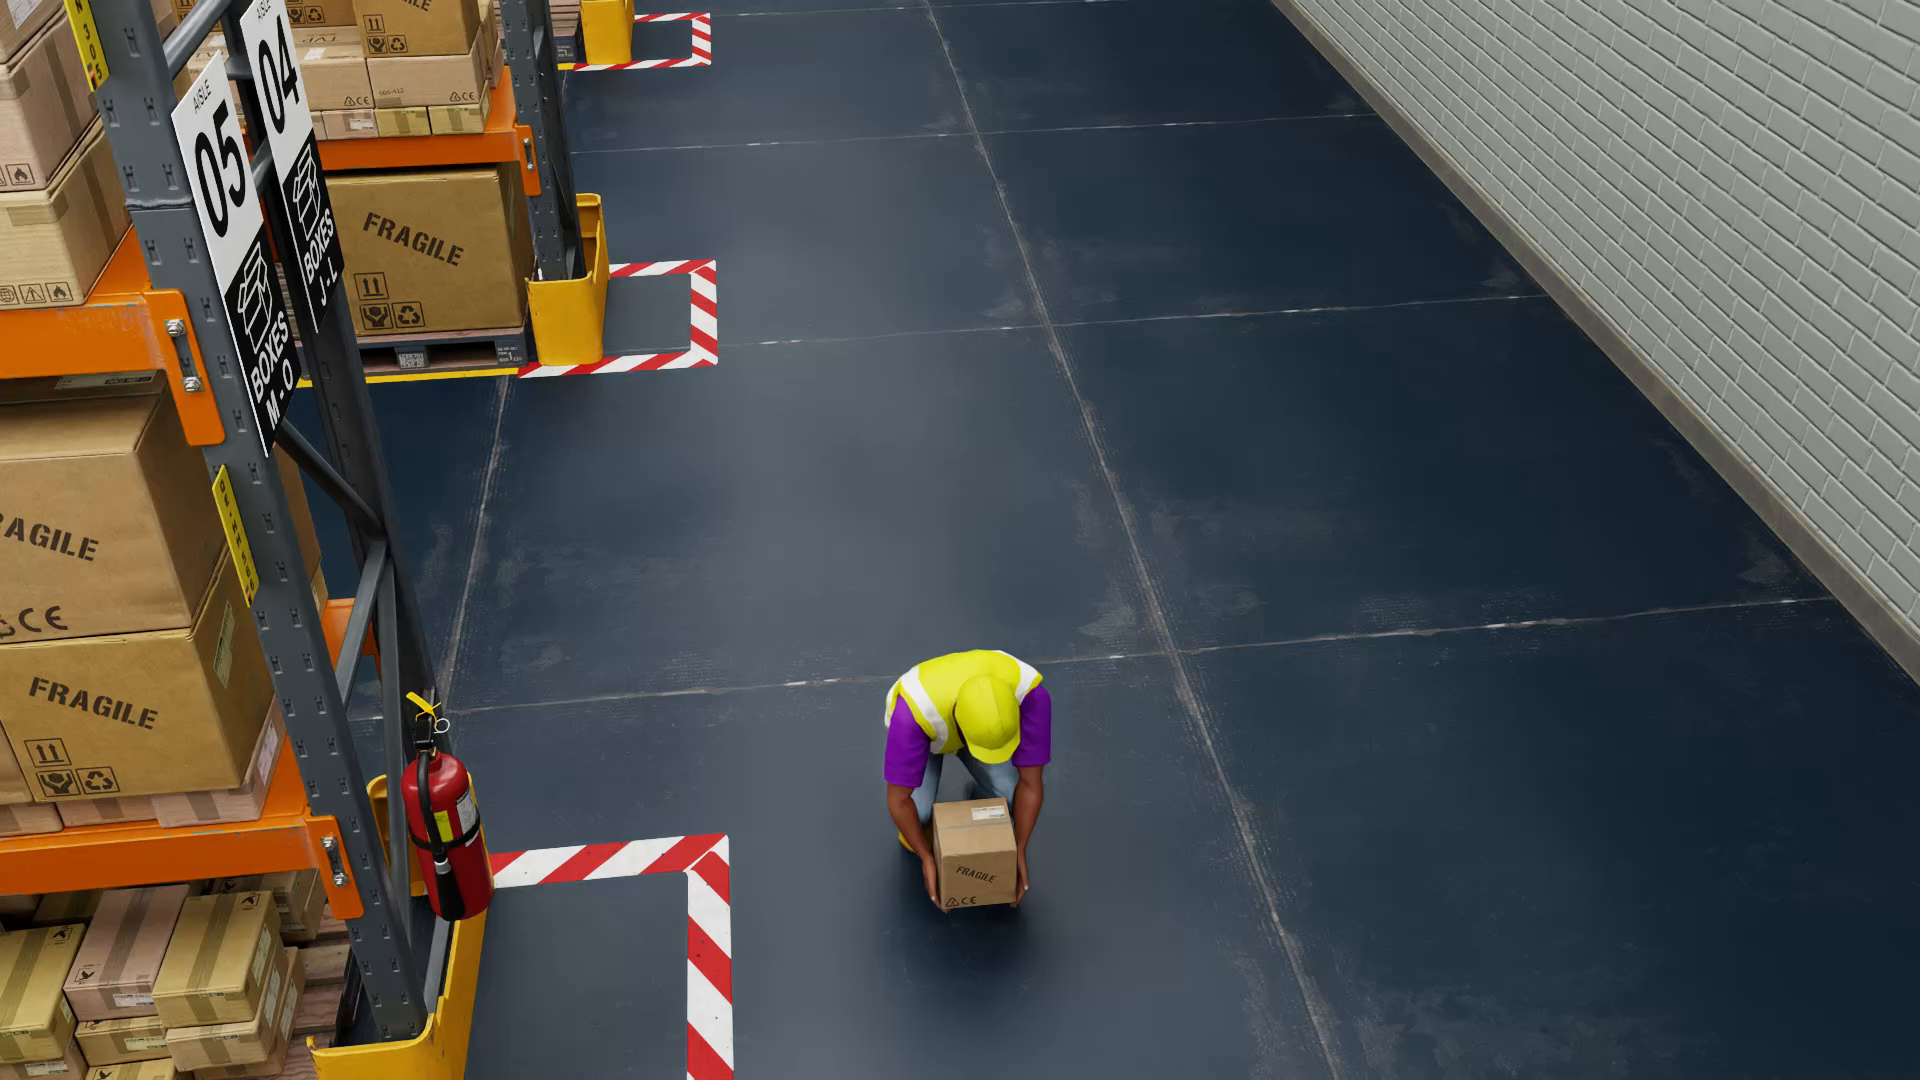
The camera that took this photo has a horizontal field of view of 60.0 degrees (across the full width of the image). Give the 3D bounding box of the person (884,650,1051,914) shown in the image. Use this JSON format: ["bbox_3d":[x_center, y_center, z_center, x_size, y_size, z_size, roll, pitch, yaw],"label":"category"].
[{"bbox_3d":[0.016,0.737,5.766,0.585,0.967,0.874,-4,35,-6],"label":"person"}]
